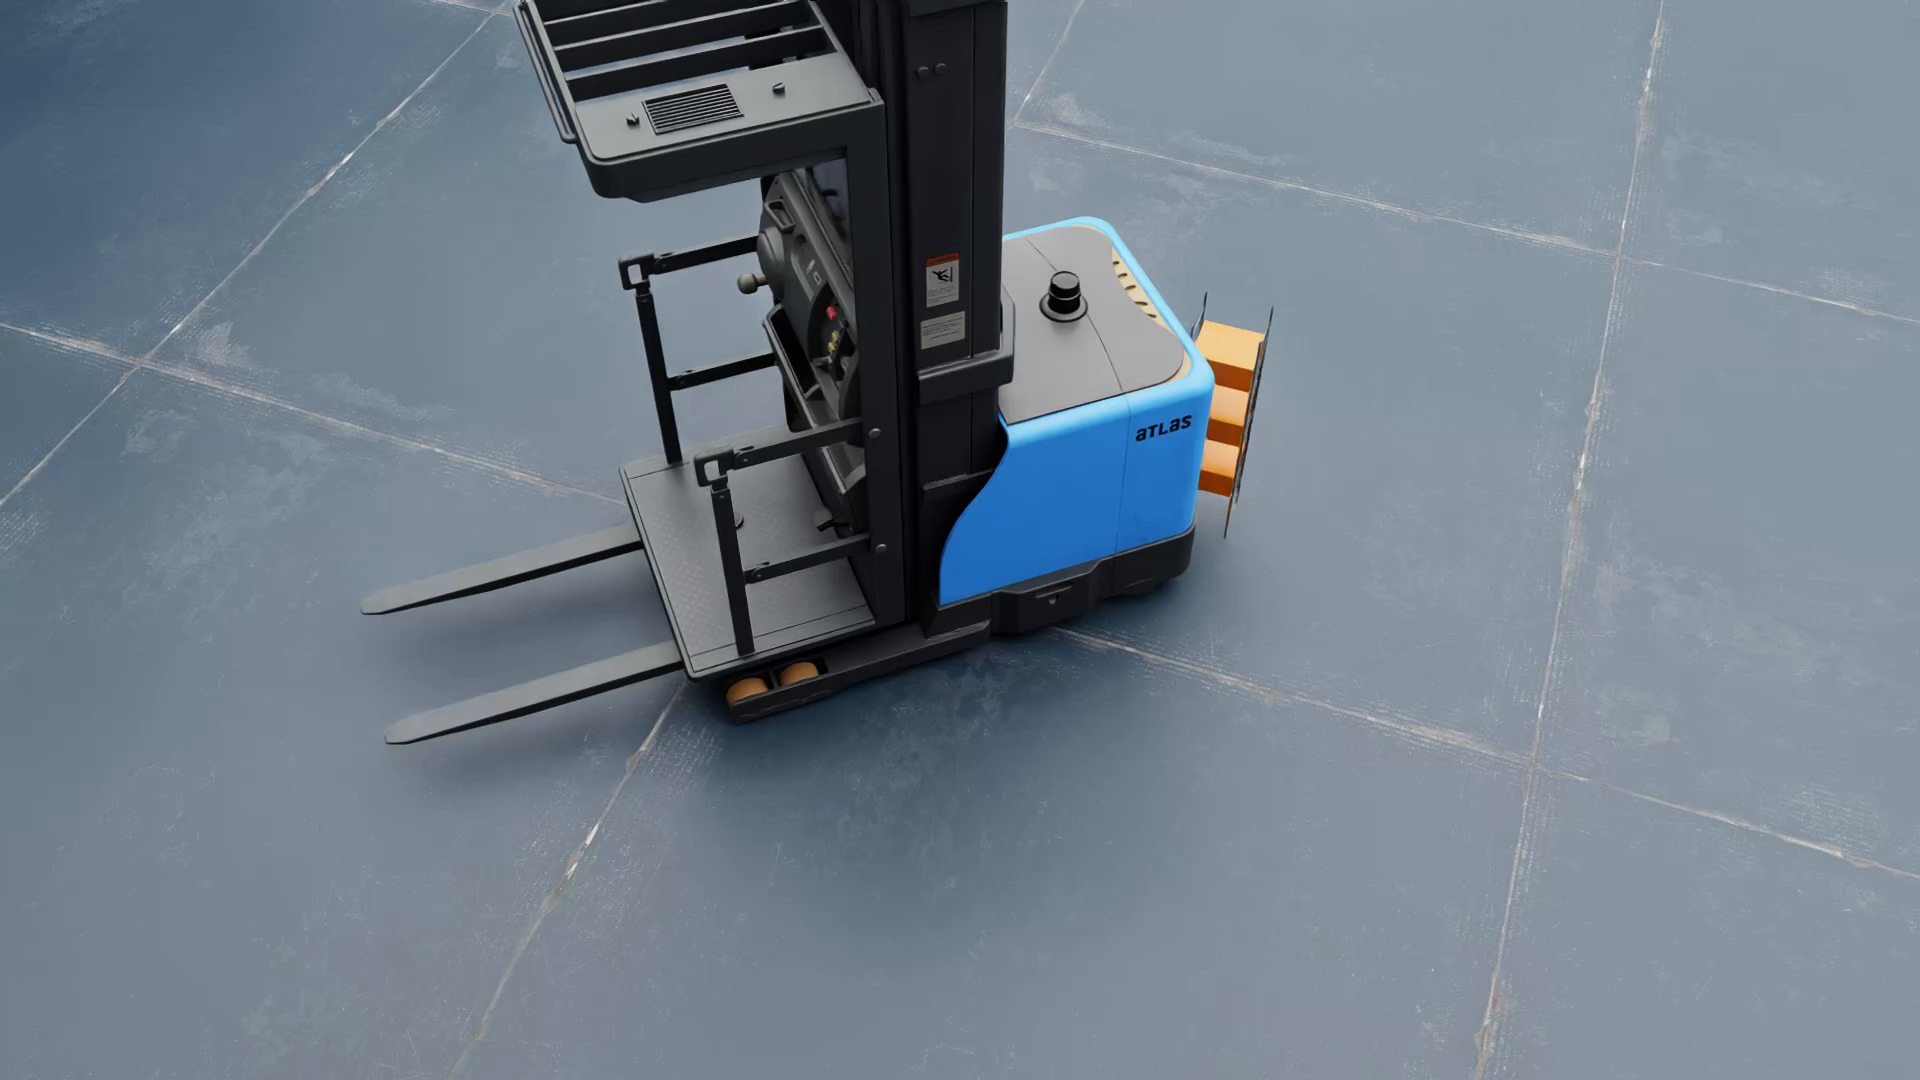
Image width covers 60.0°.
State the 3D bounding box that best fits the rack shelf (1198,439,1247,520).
[{"bbox_3d":[0.973,-0.266,6.534,0.240,0.259,0.215,15,51,13],"label":"rack shelf"}]

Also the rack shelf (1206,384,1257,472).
[{"bbox_3d":[0.973,-0.448,6.324,0.240,0.259,0.215,15,51,13],"label":"rack shelf"}]

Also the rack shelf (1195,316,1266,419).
[{"bbox_3d":[0.973,-0.634,6.110,0.240,0.259,0.215,15,51,13],"label":"rack shelf"}]

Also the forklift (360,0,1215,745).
[{"bbox_3d":[-0.678,-0.758,5.334,3.031,2.935,1.130,-16,51,-14],"label":"forklift"}]

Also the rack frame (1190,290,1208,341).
[{"bbox_3d":[0.858,-0.487,6.344,0.008,1.050,0.200,15,51,13],"label":"rack frame"}]

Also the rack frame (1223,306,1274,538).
[{"bbox_3d":[1.088,-0.423,6.289,0.008,1.050,0.200,15,51,13],"label":"rack frame"}]

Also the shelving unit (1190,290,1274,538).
[{"bbox_3d":[0.973,-0.455,6.316,0.252,1.050,0.215,15,51,13],"label":"shelving unit"}]
